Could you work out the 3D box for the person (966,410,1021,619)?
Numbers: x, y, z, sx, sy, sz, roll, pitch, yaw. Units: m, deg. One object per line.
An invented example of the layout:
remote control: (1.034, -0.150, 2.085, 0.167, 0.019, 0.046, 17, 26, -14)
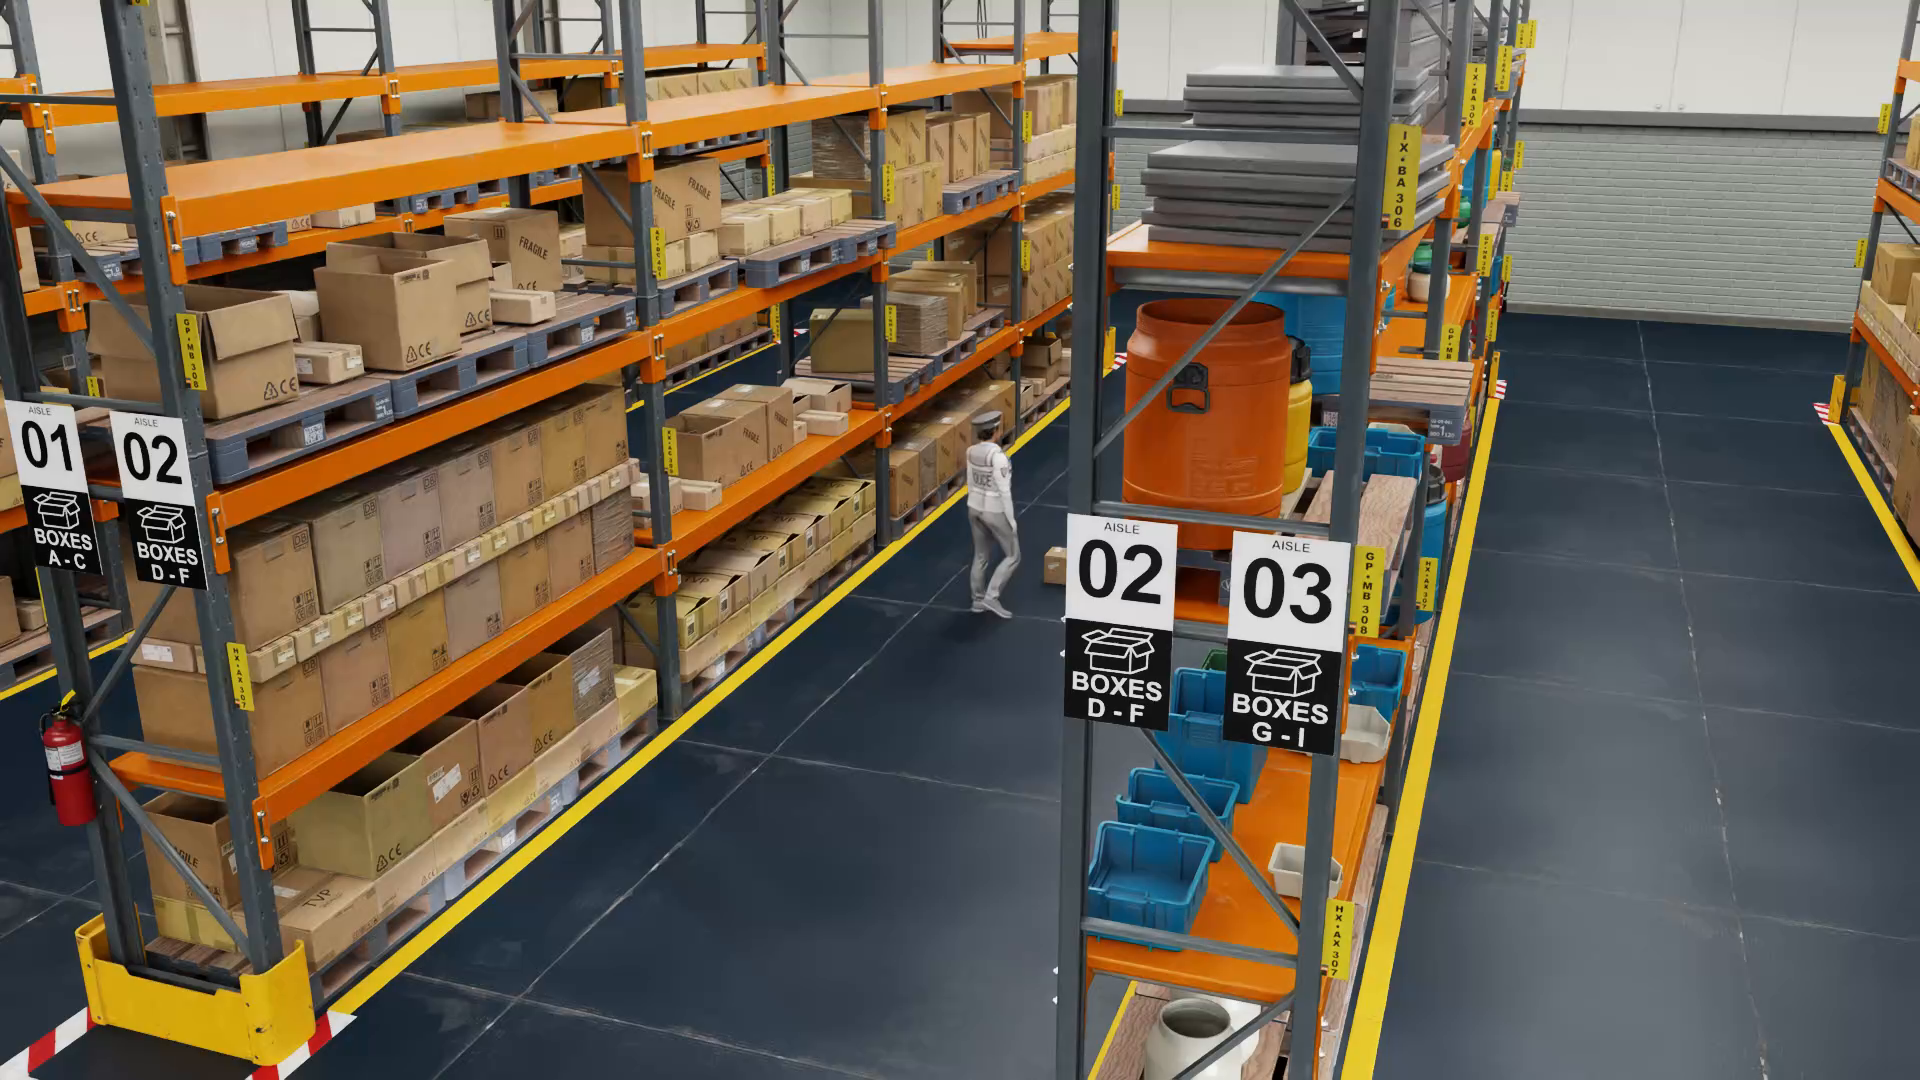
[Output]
person: (0.243, -0.190, 13.458, 0.421, 1.667, 0.609, -14, 23, -36)
